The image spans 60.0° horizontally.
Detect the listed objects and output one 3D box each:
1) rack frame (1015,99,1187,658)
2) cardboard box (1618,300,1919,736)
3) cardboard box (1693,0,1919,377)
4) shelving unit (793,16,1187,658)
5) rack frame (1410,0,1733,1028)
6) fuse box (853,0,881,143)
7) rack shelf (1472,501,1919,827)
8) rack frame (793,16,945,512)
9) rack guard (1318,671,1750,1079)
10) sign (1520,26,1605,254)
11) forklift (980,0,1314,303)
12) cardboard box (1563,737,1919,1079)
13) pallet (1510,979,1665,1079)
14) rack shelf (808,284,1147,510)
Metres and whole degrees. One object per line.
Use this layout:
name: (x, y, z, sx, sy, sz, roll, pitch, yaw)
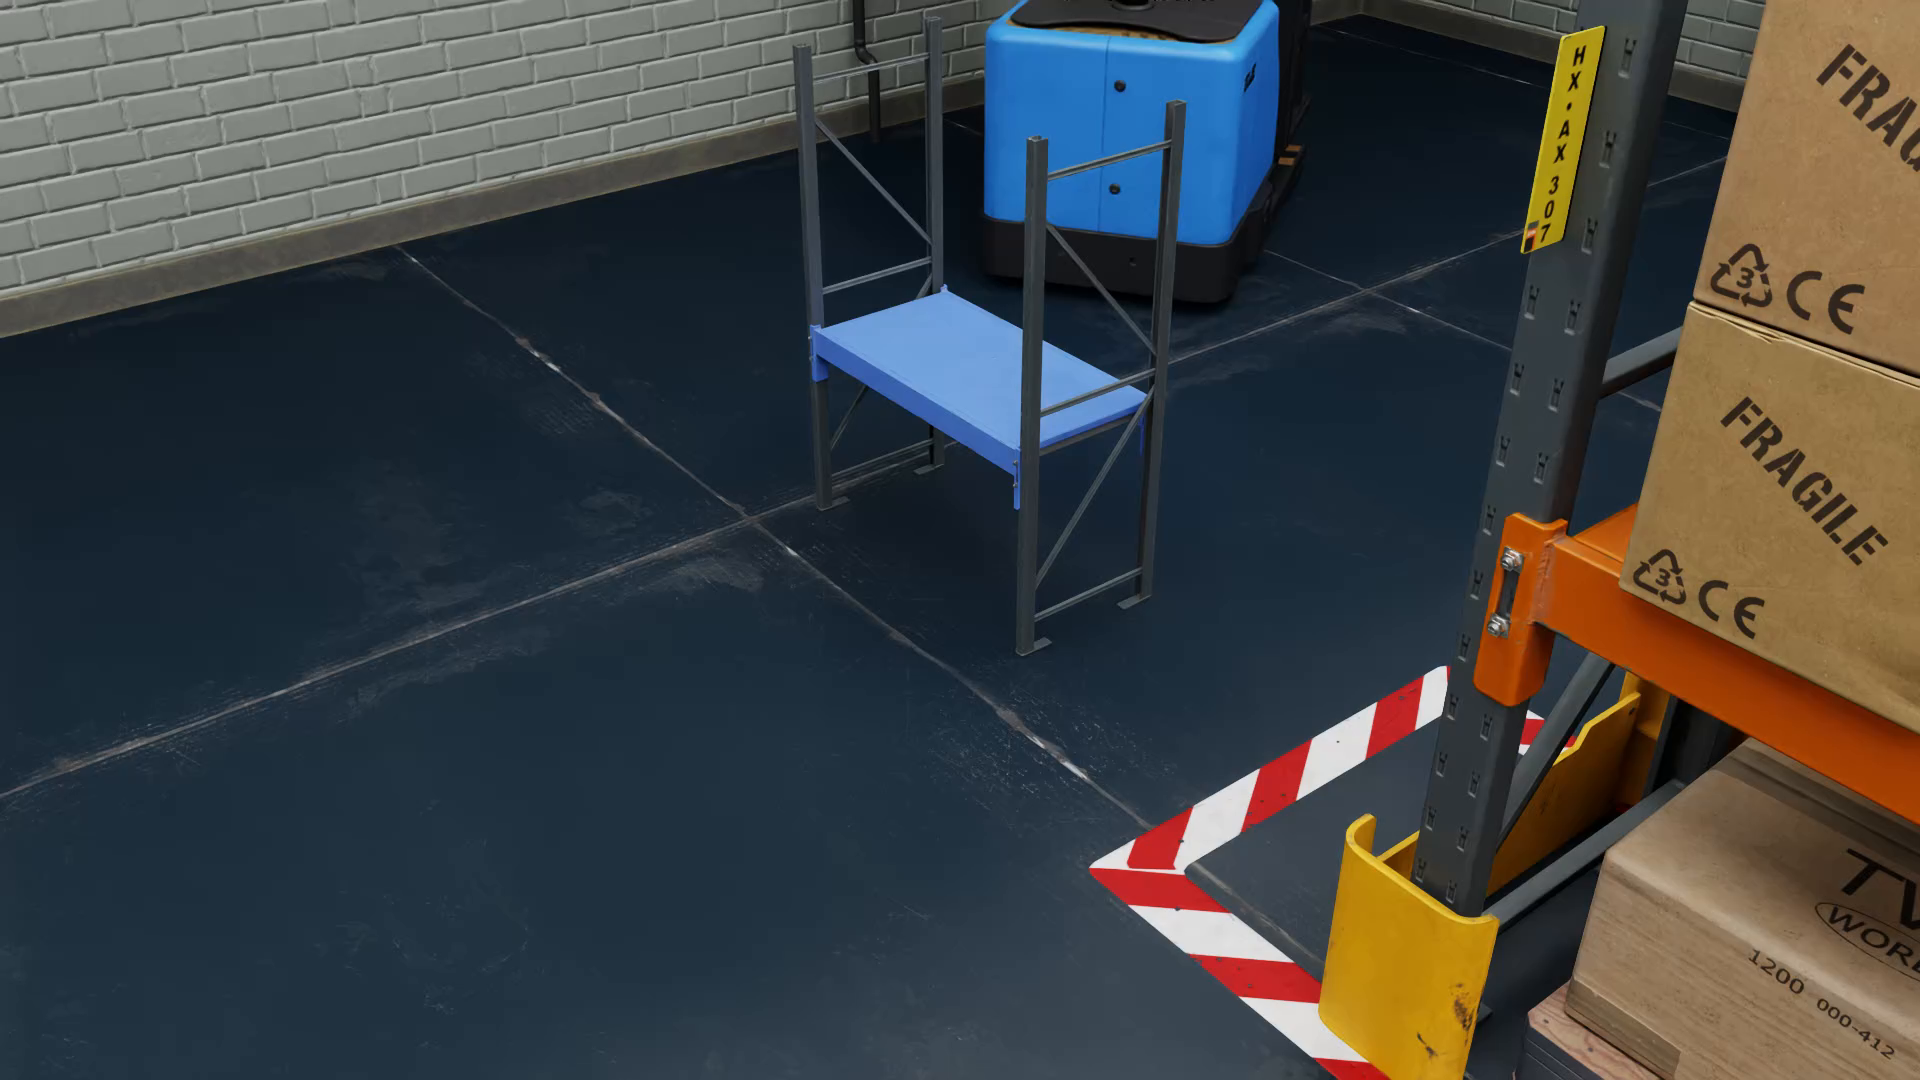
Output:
rack frame: (0.364, -0.390, 4.456, 0.500, 1.500, 0.032, -22, 38, -31)
cardboard box: (1.399, -0.112, 2.493, 0.500, 0.500, 0.500, -23, 38, -32)
cardboard box: (1.400, -0.538, 2.230, 0.500, 0.500, 0.500, -23, 39, -32)
shelving unit: (0.052, -0.602, 4.797, 0.538, 1.500, 1.048, -22, 38, -31)
rack frame: (1.331, -0.363, 2.991, 1.000, 3.000, 0.127, -22, 38, -31)
fuse box: (-0.396, -2.776, 8.099, 0.539, 1.711, 0.414, -22, 38, -31)
rack shelf: (2.557, 0.777, 1.838, 1.077, 0.370, 4.000, -22, 38, -31)
rack frame: (-0.259, -0.813, 5.138, 0.500, 1.500, 0.032, -22, 38, -31)
rack guard: (1.316, 0.689, 3.666, 1.175, 0.500, 0.348, -22, 38, -31)
sign: (0.889, -0.587, 2.456, 0.100, 0.325, 0.005, -22, 38, -31)
forklift: (1.046, -2.960, 7.237, 1.130, 2.935, 3.031, 10, 33, 16)
cardboard box: (1.815, 0.790, 3.165, 0.875, 0.438, 0.875, -24, 39, -33)
pallet: (1.883, 1.130, 3.231, 1.003, 0.211, 1.213, -22, 38, -31)
rack shelf: (0.052, -0.449, 4.892, 0.538, 0.185, 1.000, -22, 38, -31)
